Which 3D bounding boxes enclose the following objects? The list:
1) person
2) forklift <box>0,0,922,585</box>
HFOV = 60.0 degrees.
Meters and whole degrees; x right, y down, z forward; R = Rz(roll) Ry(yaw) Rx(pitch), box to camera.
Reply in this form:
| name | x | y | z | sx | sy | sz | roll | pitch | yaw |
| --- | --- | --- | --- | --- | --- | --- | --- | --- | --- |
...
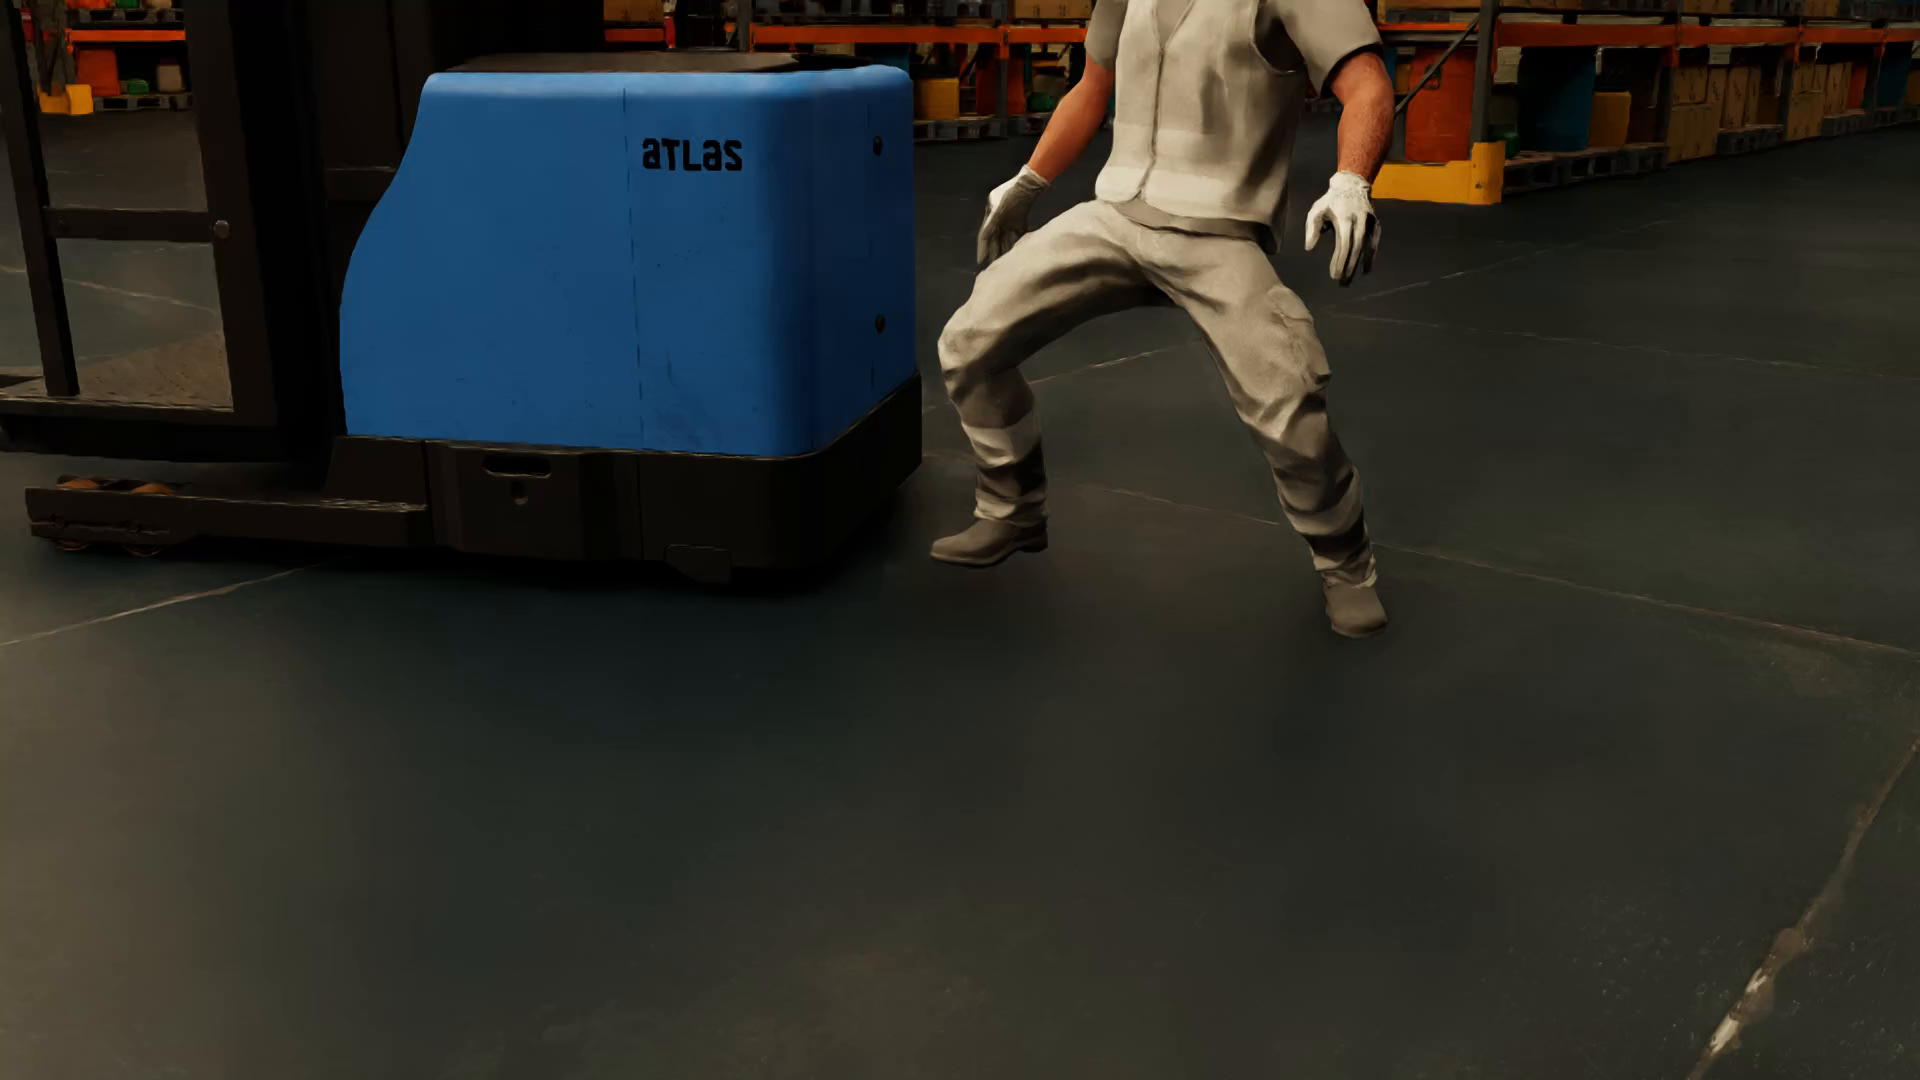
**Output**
| name | x | y | z | sx | sy | sz | roll | pitch | yaw |
| --- | --- | --- | --- | --- | --- | --- | --- | --- | --- |
| person | 0.464 | -0.628 | 3.240 | 0.996 | 1.643 | 0.703 | 16 | 23 | 42 |
| forklift | -1.672 | -1.509 | 3.867 | 3.031 | 2.935 | 1.130 | 4 | 17 | 12 |
